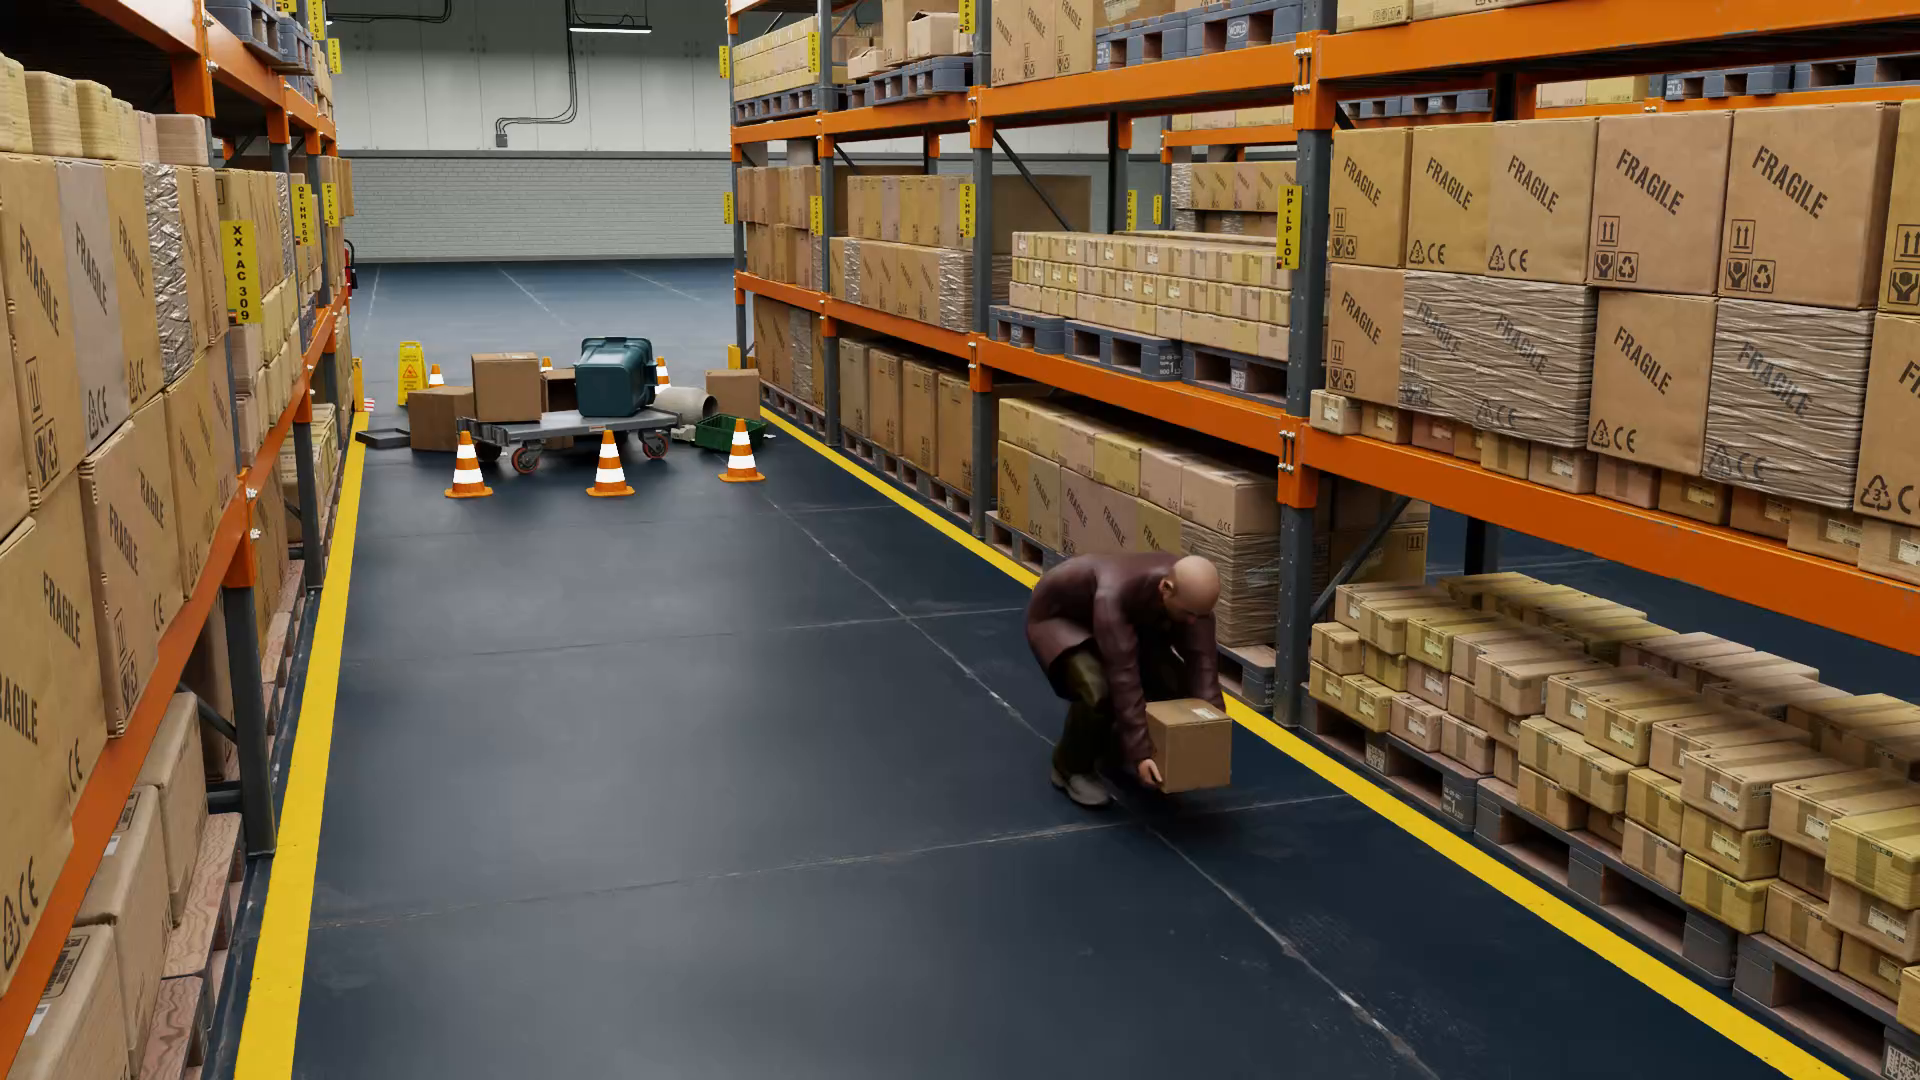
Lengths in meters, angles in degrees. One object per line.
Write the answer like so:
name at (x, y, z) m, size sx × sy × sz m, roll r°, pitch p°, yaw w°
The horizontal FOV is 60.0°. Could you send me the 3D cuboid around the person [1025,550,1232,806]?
person at (0.622, 0.489, 6.110) m, size 0.588 × 0.987 × 0.974 m, roll -7°, pitch 14°, yaw -30°
